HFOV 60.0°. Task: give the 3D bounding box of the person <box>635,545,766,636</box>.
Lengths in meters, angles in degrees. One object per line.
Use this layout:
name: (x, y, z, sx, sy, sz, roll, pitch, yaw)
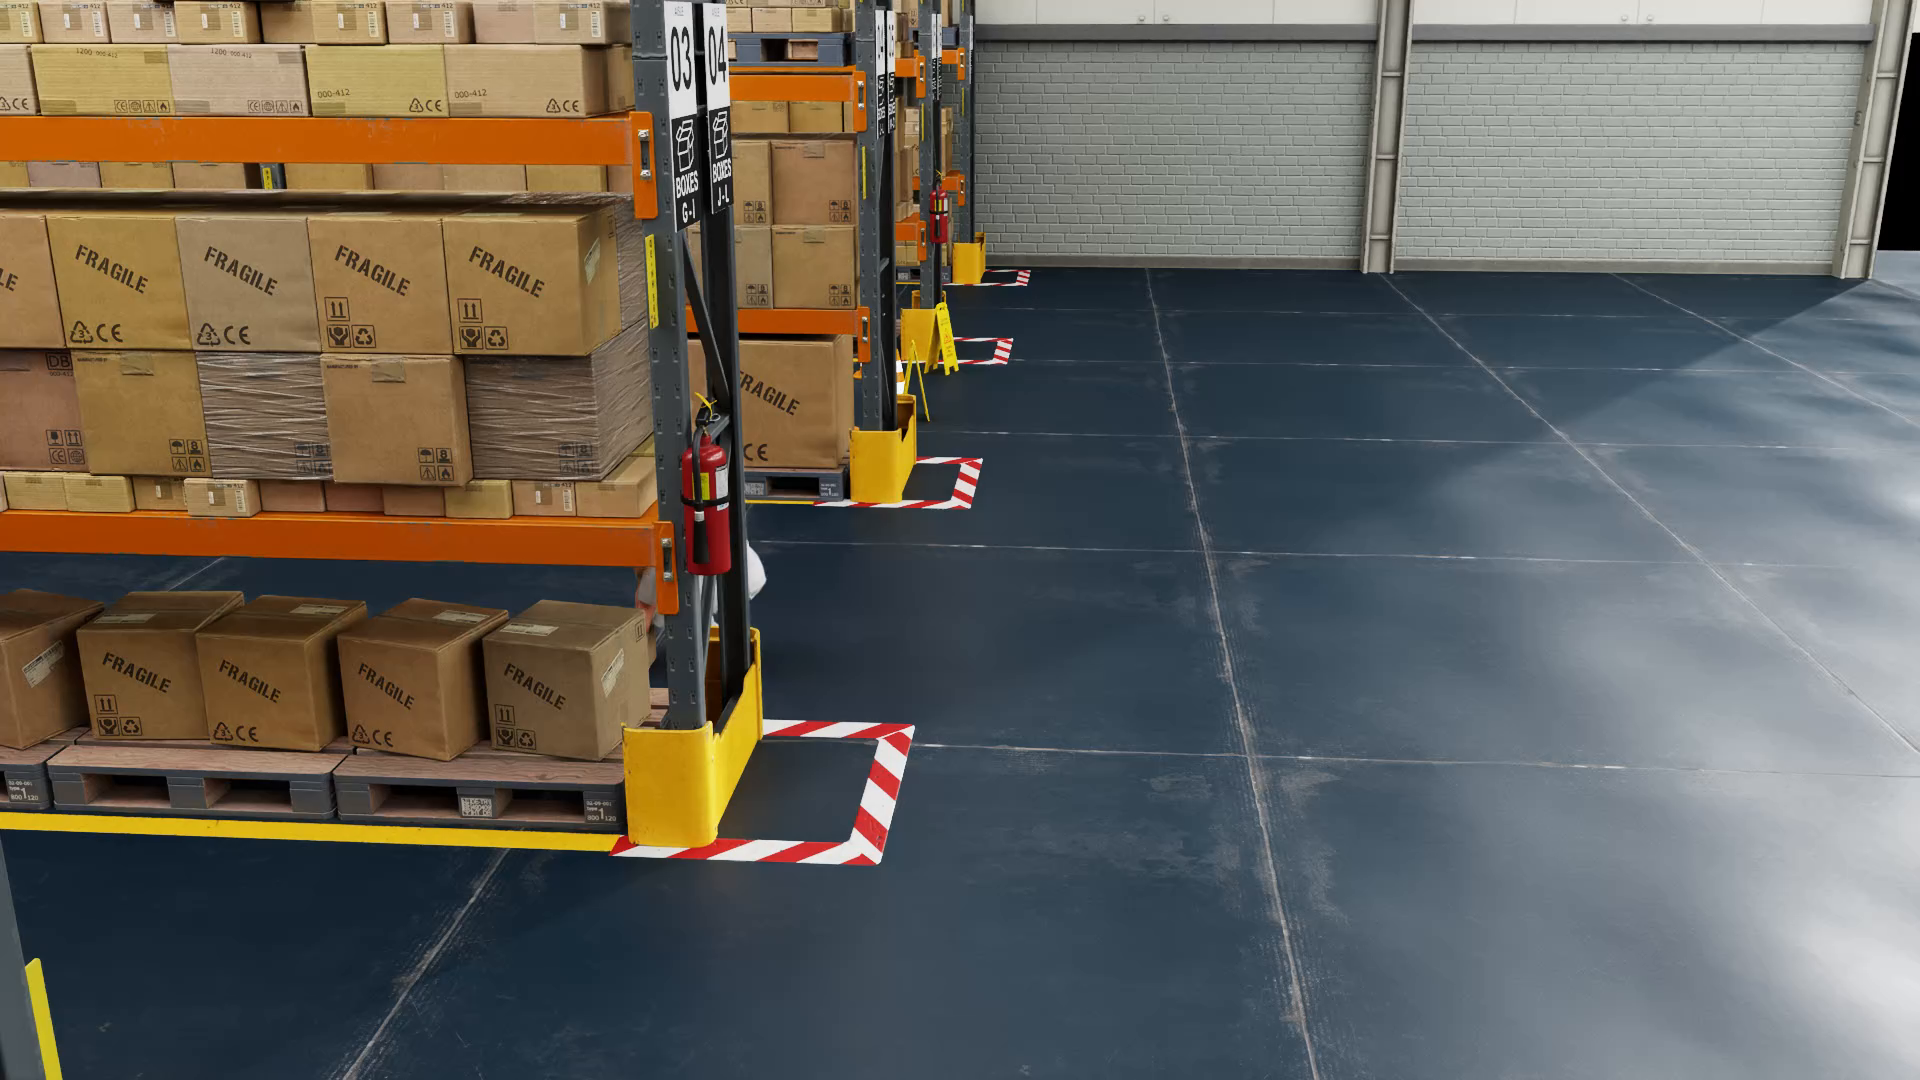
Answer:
person: (-1.427, 0.242, 8.390, 0.891, 0.890, 0.556, -5, 18, -14)
